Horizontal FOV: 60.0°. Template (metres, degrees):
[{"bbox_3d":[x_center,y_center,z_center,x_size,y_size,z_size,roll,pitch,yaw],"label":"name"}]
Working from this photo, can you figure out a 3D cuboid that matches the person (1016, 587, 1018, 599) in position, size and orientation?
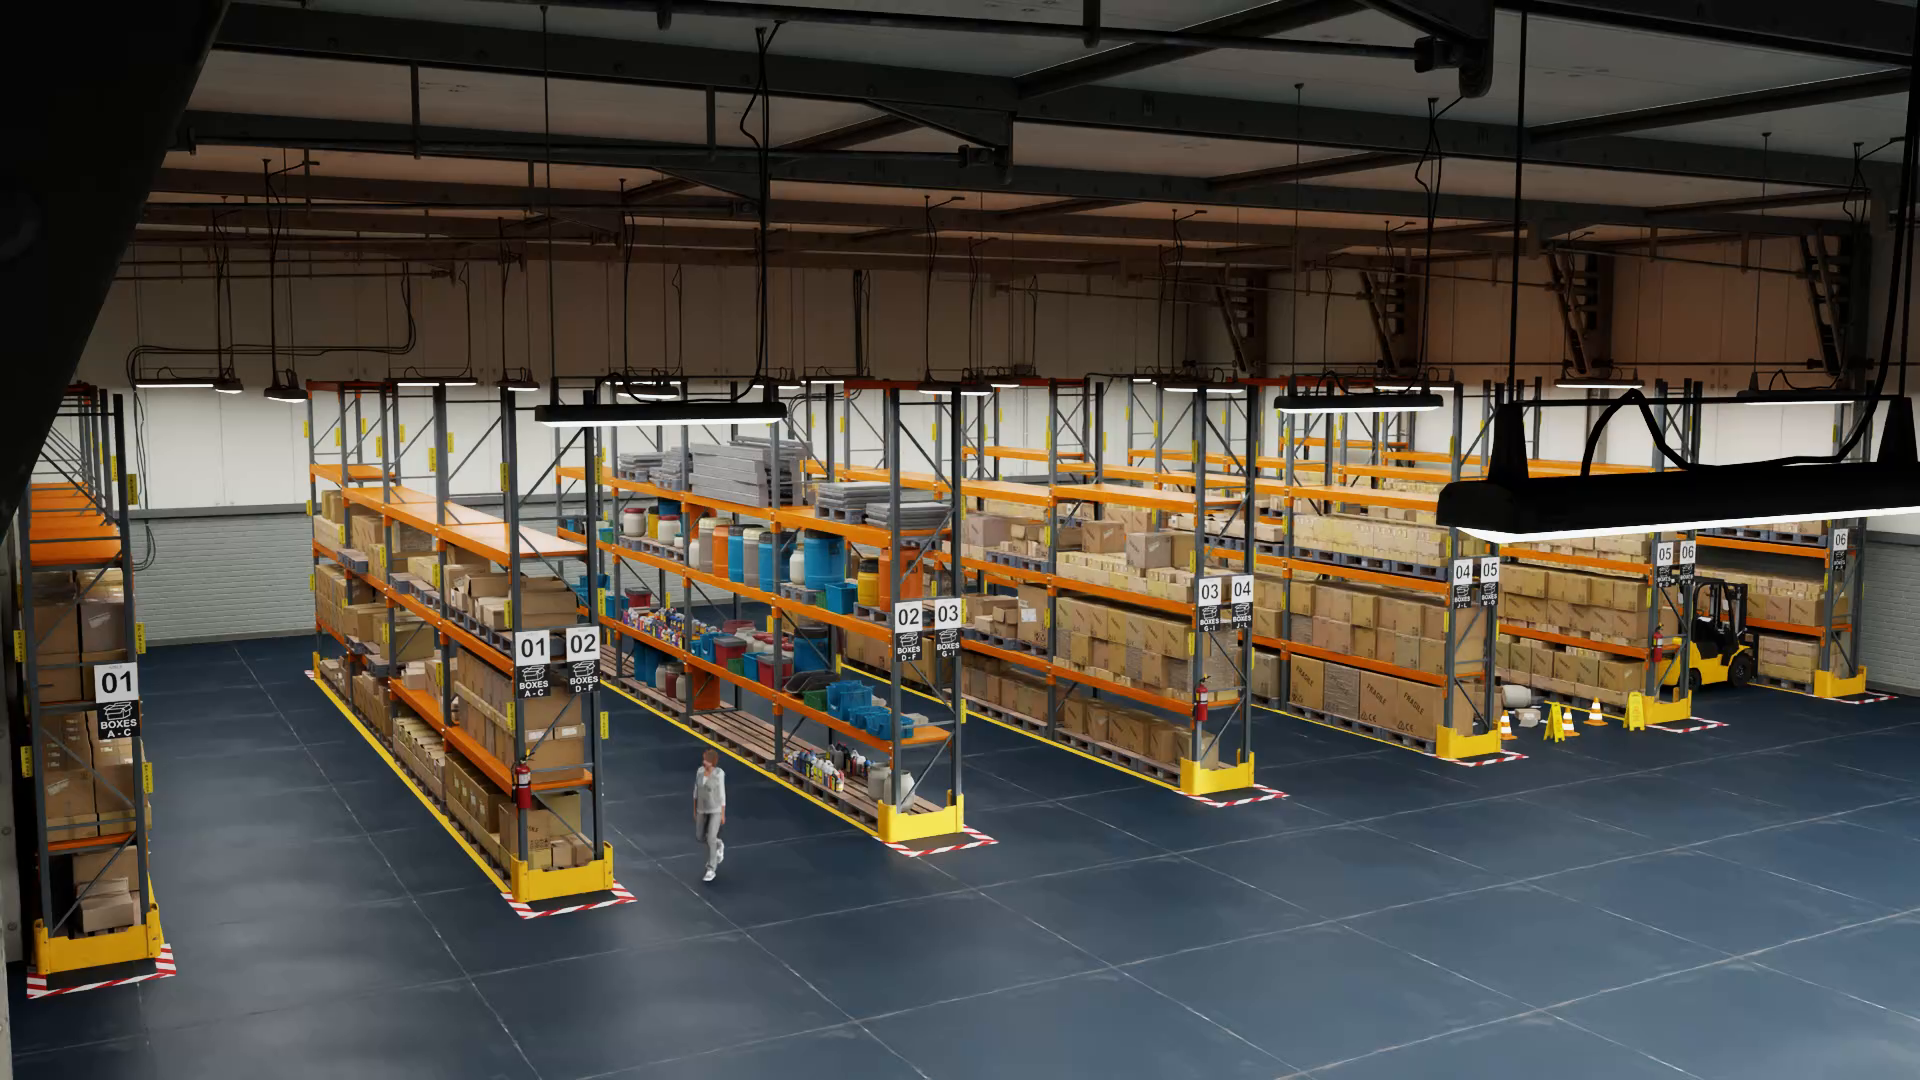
[{"bbox_3d":[1.402,1.742,35.449,0.526,1.662,0.449,-4,7,-30],"label":"person"}]

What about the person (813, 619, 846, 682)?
[{"bbox_3d":[-2.412,2.013,30.615,0.607,1.774,0.500,-1,6,-13],"label":"person"}]

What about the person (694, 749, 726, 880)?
[{"bbox_3d":[-3.072,3.402,20.566,0.435,1.479,0.695,3,7,24],"label":"person"}]
